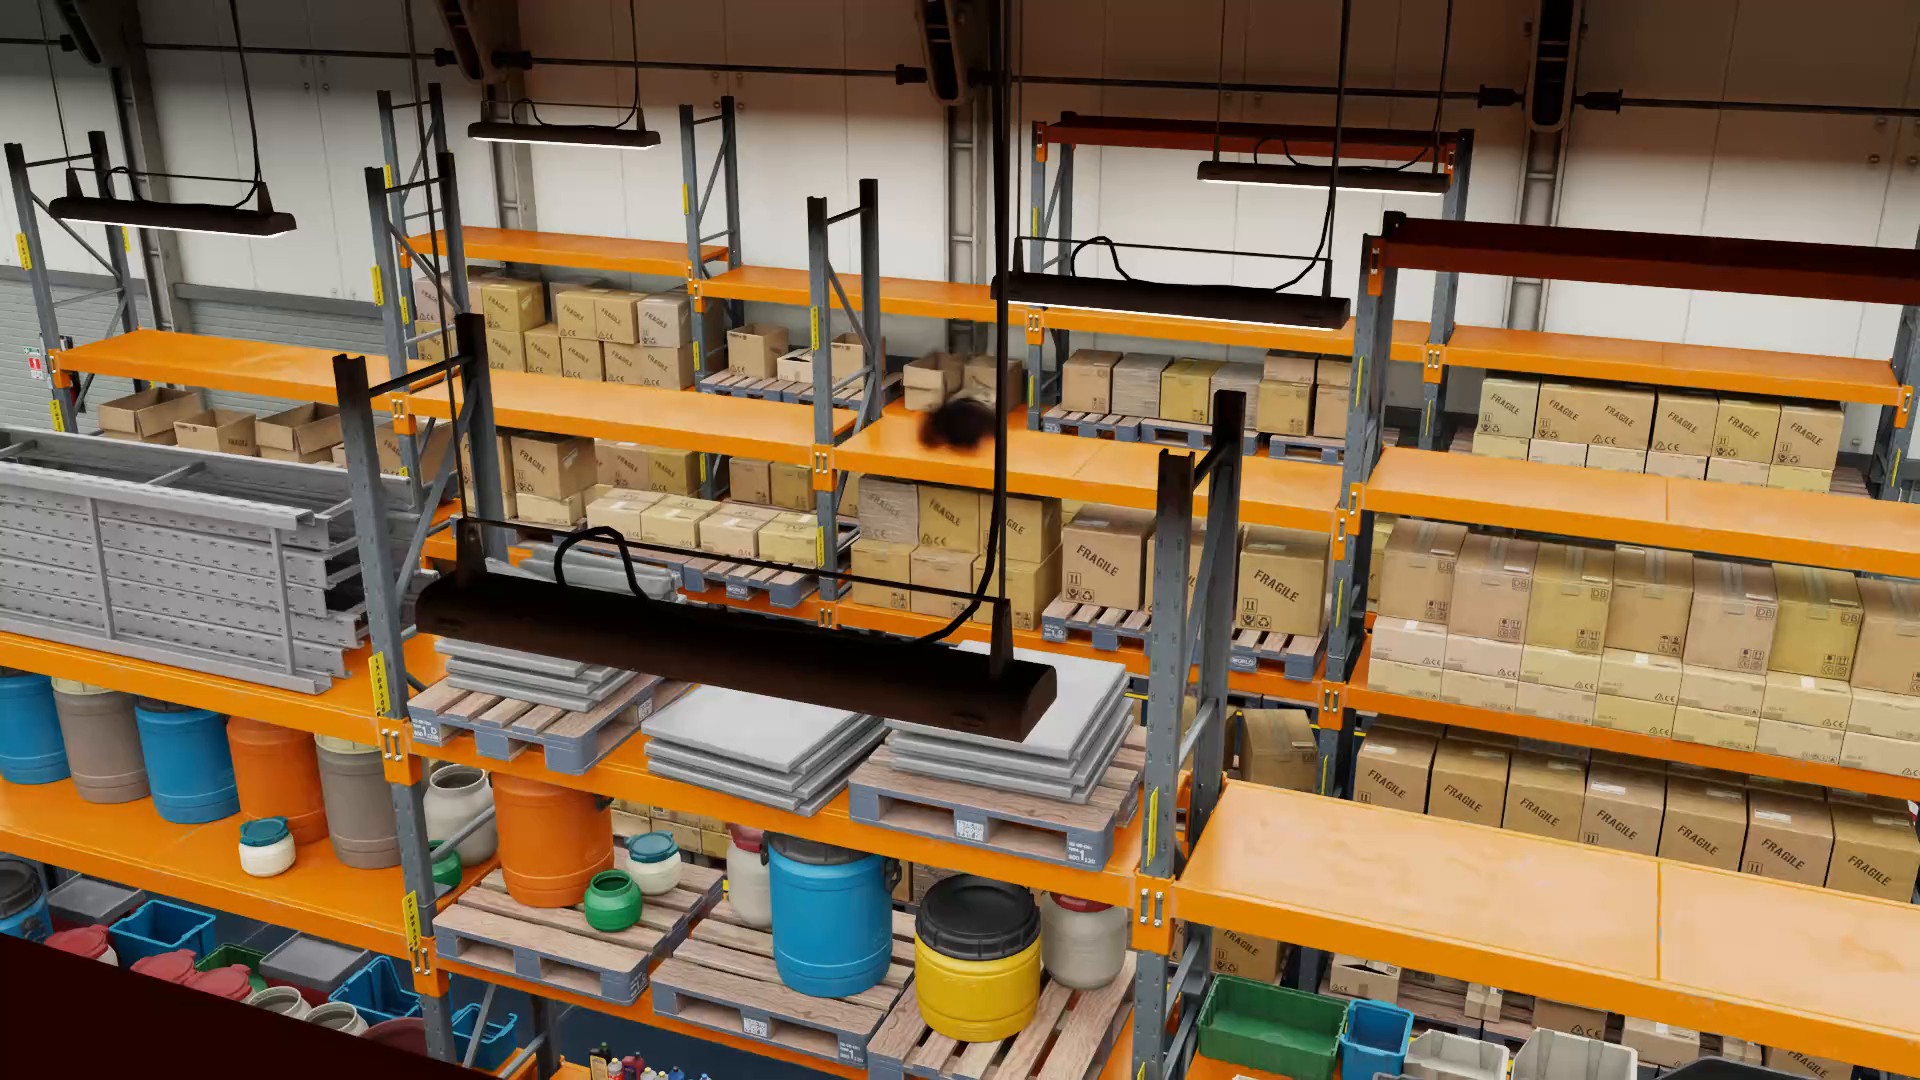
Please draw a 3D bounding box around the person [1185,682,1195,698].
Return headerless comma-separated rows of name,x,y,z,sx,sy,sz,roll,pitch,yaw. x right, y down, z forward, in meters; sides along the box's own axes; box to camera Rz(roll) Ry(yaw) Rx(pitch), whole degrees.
person,2.145,1.411,16.292,0.860,1.741,0.533,7,22,18
